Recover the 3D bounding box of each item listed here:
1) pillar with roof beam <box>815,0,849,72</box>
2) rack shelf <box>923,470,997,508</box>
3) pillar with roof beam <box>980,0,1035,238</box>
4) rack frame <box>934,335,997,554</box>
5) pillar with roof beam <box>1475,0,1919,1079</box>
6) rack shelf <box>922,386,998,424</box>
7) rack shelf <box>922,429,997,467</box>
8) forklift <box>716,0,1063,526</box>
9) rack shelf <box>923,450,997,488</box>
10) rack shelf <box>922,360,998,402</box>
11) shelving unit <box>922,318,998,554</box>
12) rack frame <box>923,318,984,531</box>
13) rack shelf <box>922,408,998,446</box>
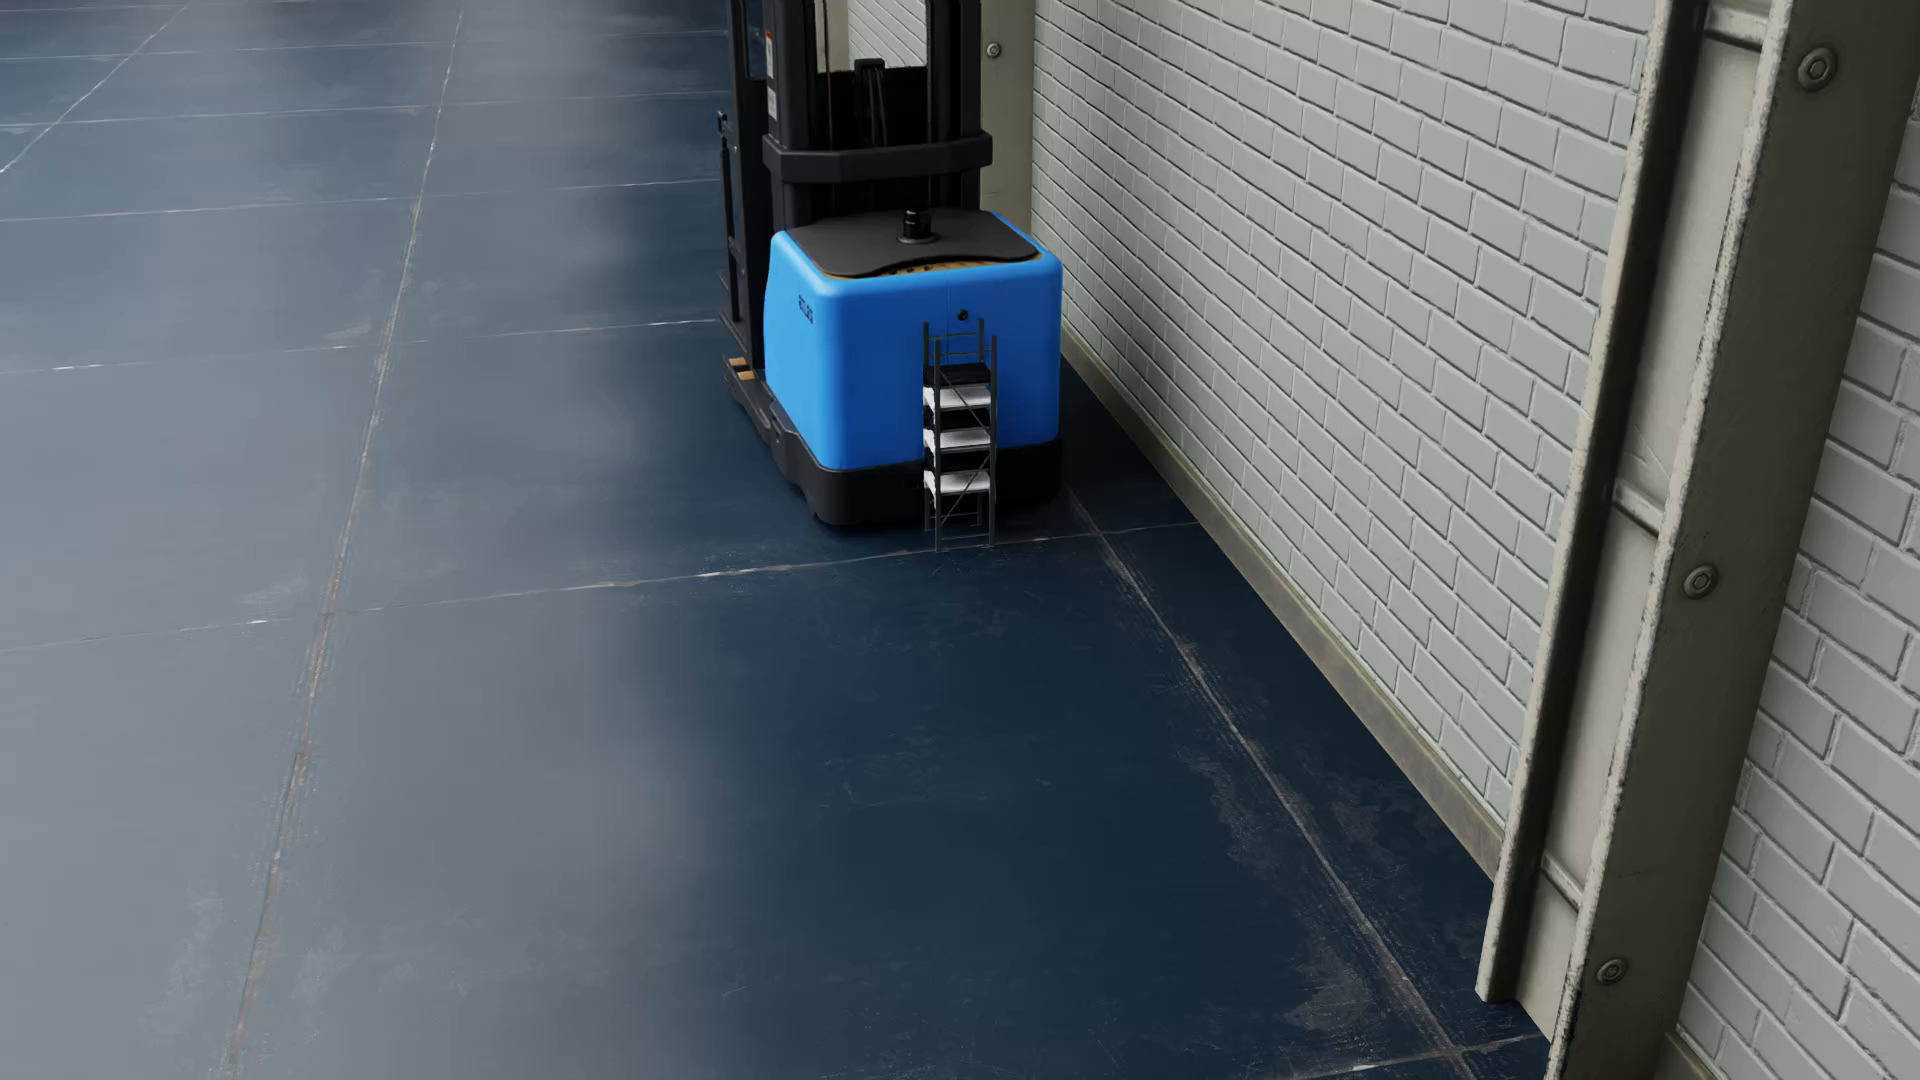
[{"bbox_3d":[-5.344,-7.591,11.803,9.100,9.000,0.400,-6,27,-12],"label":"pillar with roof beam"},{"bbox_3d":[-0.002,-0.215,6.650,0.258,0.077,0.200,-6,27,-12],"label":"rack shelf"},{"bbox_3d":[-3.992,-4.957,6.585,9.100,9.000,0.400,-6,27,-12],"label":"pillar with roof beam"},{"bbox_3d":[0.021,-0.361,6.466,0.240,0.900,0.006,-6,27,-12],"label":"rack frame"},{"bbox_3d":[-2.640,-2.323,1.366,9.100,9.000,0.400,-6,27,-12],"label":"pillar with roof beam"},{"bbox_3d":[-0.002,-0.536,6.488,0.258,0.077,0.200,-6,27,-12],"label":"rack shelf"},{"bbox_3d":[-0.002,-0.376,6.569,0.258,0.077,0.200,-6,27,-12],"label":"rack shelf"},{"bbox_3d":[-0.535,-2.010,7.480,1.130,2.935,3.031,-9,28,-17],"label":"forklift"},{"bbox_3d":[-0.002,-0.295,6.610,0.258,0.077,0.200,-6,27,-12],"label":"rack shelf"},{"bbox_3d":[-0.002,-0.617,6.448,0.258,0.077,0.200,-6,27,-12],"label":"rack shelf"},{"bbox_3d":[-0.002,-0.405,6.554,0.258,0.900,0.210,-6,27,-12],"label":"shelving unit"},{"bbox_3d":[-0.025,-0.450,6.643,0.240,0.900,0.006,-6,27,-12],"label":"rack frame"},{"bbox_3d":[-0.002,-0.456,6.529,0.258,0.077,0.200,-6,27,-12],"label":"rack shelf"}]
